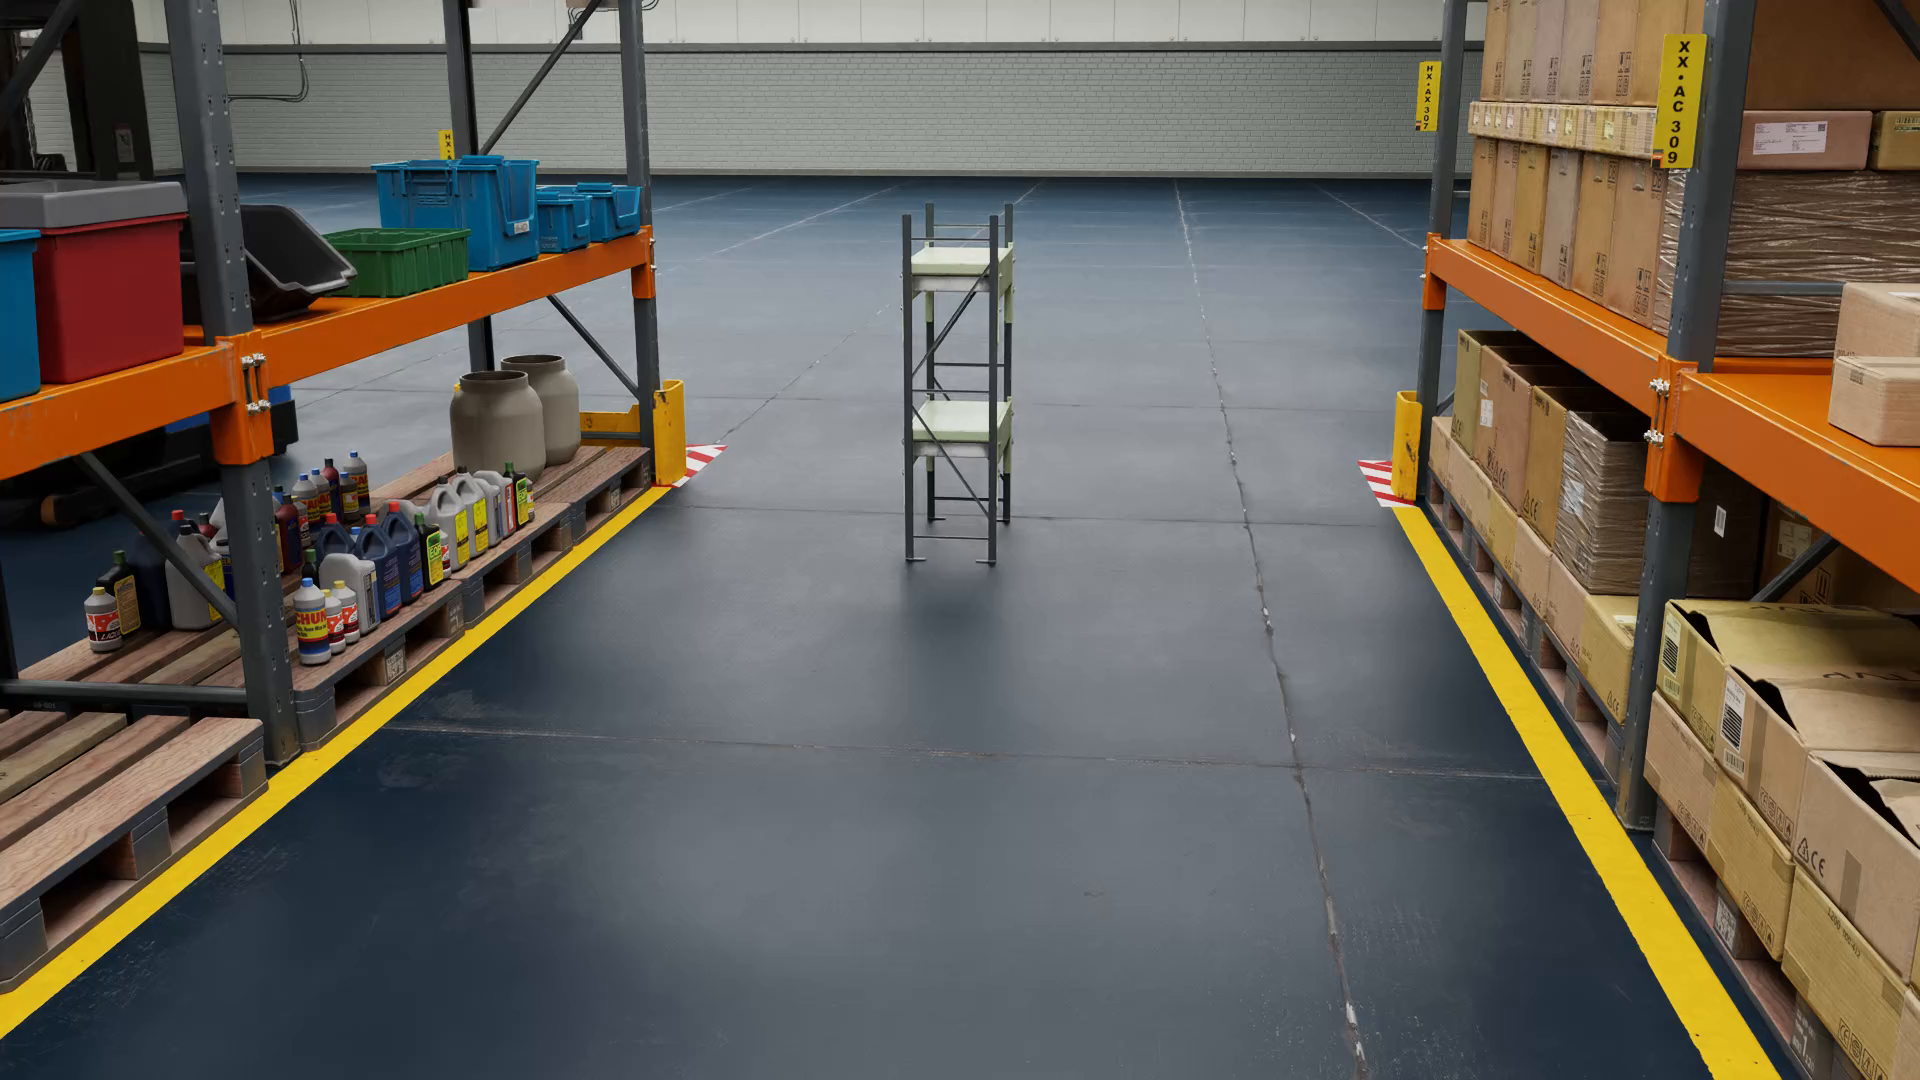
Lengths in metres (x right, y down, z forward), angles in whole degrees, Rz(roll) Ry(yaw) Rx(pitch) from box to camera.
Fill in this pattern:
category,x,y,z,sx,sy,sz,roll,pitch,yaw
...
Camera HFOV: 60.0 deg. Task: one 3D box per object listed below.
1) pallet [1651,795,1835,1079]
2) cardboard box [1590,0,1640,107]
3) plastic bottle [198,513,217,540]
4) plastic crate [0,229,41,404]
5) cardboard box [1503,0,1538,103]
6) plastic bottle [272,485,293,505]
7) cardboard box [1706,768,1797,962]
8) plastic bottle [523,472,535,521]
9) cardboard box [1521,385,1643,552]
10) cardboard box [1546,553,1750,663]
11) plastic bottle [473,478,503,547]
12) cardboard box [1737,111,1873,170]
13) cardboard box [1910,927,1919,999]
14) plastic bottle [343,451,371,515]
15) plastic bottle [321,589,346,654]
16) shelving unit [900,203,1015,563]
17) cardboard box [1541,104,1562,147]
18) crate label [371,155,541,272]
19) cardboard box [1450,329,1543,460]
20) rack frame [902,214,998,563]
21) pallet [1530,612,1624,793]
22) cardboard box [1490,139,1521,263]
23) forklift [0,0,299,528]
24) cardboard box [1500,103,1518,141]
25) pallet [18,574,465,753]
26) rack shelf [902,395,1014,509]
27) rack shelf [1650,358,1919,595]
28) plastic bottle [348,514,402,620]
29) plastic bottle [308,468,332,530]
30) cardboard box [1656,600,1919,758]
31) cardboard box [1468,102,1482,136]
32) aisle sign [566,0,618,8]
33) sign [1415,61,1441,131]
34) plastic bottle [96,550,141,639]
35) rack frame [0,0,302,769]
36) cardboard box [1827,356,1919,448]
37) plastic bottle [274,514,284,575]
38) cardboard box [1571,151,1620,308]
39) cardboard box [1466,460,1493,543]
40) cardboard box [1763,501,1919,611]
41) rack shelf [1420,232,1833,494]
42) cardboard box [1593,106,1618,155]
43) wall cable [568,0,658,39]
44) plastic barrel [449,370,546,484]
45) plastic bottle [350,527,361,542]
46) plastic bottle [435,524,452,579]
category,x,y,z,sx,sy,sz,roll,pitch,yaw
pallet,2.317,0.906,3.906,1.003,0.211,1.213,2,15,6
cardboard box,2.518,-1.683,5.462,0.700,0.500,0.500,2,15,6
plastic bottle,-2.775,0.051,6.088,0.061,0.283,0.133,3,15,10
plastic crate,-2.375,-0.476,3.707,0.392,0.384,0.575,2,15,6
cardboard box,2.687,-2.073,6.905,0.700,0.500,0.500,1,15,5
plastic bottle,-2.696,-0.083,6.608,0.097,0.271,0.097,0,15,0
cardboard box,2.011,0.722,3.707,0.500,0.250,0.500,2,15,8
plastic bottle,-1.880,-0.189,7.132,0.097,0.201,0.097,0,15,0
cardboard box,2.317,-0.255,5.886,0.500,0.500,0.500,2,15,6
cardboard box,2.263,0.236,5.504,0.500,0.250,0.500,2,15,6
plastic bottle,-1.951,-0.124,6.750,0.152,0.276,0.135,1,15,5
cardboard box,2.179,-1.070,4.440,0.380,0.149,0.250,2,15,6
cardboard box,1.895,0.720,2.640,0.500,0.311,0.500,2,15,8
plastic bottle,-2.623,-0.251,7.227,0.097,0.271,0.097,0,15,0
plastic bottle,-2.077,0.263,5.460,0.097,0.201,0.097,0,15,0
shelving unit,0.001,-0.726,7.473,0.431,1.500,0.755,2,15,6
cardboard box,2.380,-1.537,6.165,0.380,0.149,0.250,2,15,7
crate label,-2.047,-1.348,6.834,0.502,0.435,0.616,2,15,6
cardboard box,2.477,-0.645,7.326,0.500,0.500,0.500,2,15,6
rack frame,-0.041,-0.631,7.122,0.400,1.500,0.023,2,15,6
pallet,2.493,0.509,5.375,1.003,0.211,1.213,2,15,6
cardboard box,2.693,-1.461,7.126,0.700,0.500,0.500,2,15,8
forklift,-4.660,-1.581,7.894,1.130,2.935,3.031,4,16,15
cardboard box,2.467,-1.737,6.905,0.380,0.149,0.250,1,15,5
pallet,-2.443,0.394,5.800,1.003,0.211,1.213,2,15,6
rack shelf,0.001,-0.411,7.558,0.431,0.370,0.720,2,15,6
rack shelf,2.136,0.234,2.429,1.077,0.370,4.000,2,15,6
plastic bottle,-2.056,0.090,5.814,0.144,0.351,0.185,2,15,8
plastic bottle,-2.661,-0.162,6.898,0.097,0.271,0.097,0,15,0
cardboard box,2.067,0.322,4.115,0.500,0.311,0.500,2,15,6
cardboard box,2.555,-1.936,7.639,0.380,0.149,0.250,2,15,6
aisle sign,-1.805,-3.081,8.330,0.394,0.787,0.004,2,15,6
sign,2.262,-2.144,8.033,0.100,0.325,0.005,2,15,6
plastic bottle,-2.833,0.185,5.591,0.061,0.283,0.133,2,15,9
rack frame,-2.560,-0.779,4.796,1.000,3.000,0.127,2,15,6
cardboard box,2.058,-0.287,3.458,0.380,0.149,0.250,2,15,6
plastic bottle,-2.611,0.007,6.250,0.061,0.283,0.133,2,15,6
cardboard box,2.519,-1.063,5.654,0.700,0.500,0.500,2,15,7
cardboard box,2.422,-0.153,6.944,0.500,0.250,0.500,2,15,6
cardboard box,2.725,0.019,4.870,0.500,0.500,0.500,2,15,6
rack shelf,2.587,-0.804,6.266,1.077,0.370,4.000,2,15,6
cardboard box,2.296,-1.334,5.415,0.380,0.149,0.250,2,15,6
wall cable,-8.321,-15.005,39.400,2.305,6.003,0.169,2,15,6
plastic barrel,-2.163,-0.515,7.783,0.421,0.512,0.421,0,15,0
plastic bottle,-2.160,0.087,5.976,0.097,0.271,0.097,0,15,0
plastic bottle,-1.980,0.041,6.283,0.097,0.201,0.097,0,15,0
